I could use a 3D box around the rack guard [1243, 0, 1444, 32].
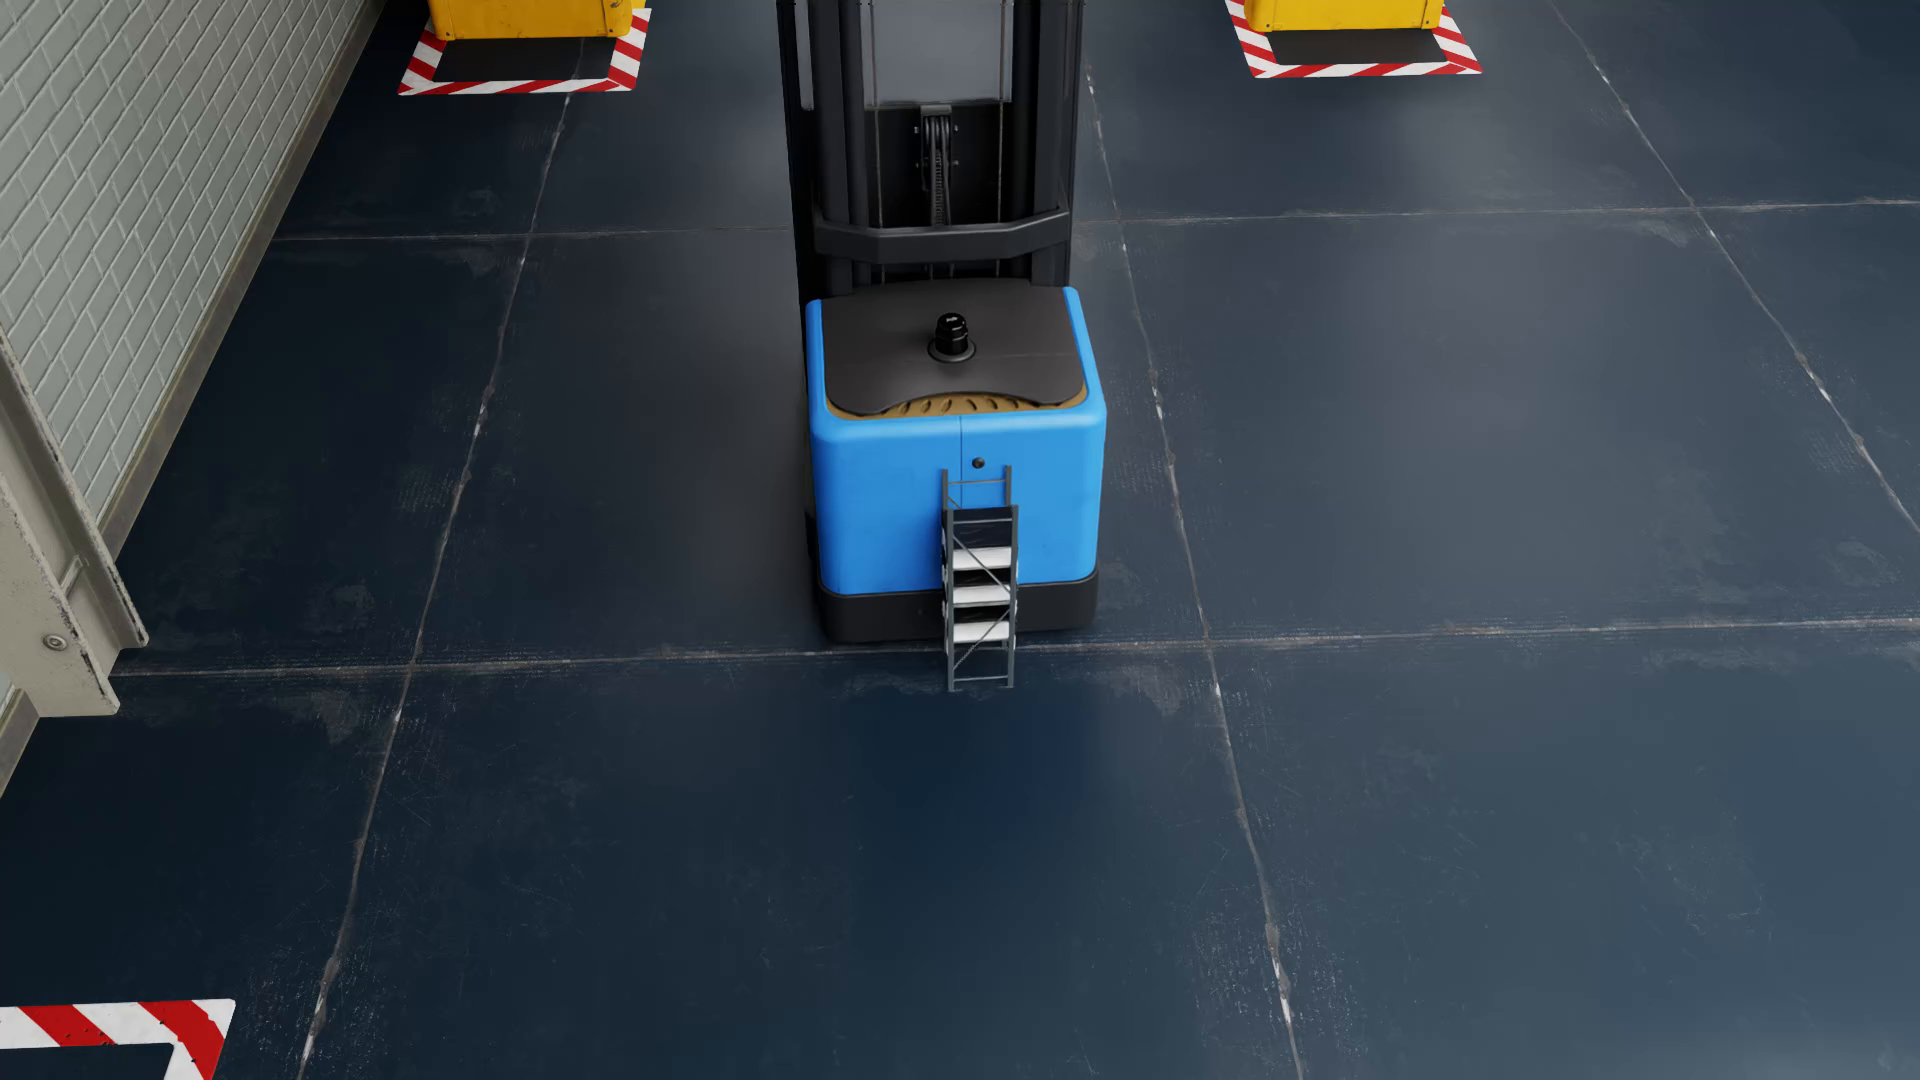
[{"bbox_3d":[2.351,-3.410,10.100,1.175,0.500,0.348,-2,43,-2],"label":"rack guard"}]

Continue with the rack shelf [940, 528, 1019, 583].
[{"bbox_3d":[0.068,0.045,5.818,0.258,0.077,0.200,-3,43,-4],"label":"rack shelf"}]

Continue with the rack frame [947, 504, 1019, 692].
[{"bbox_3d":[0.077,0.221,5.842,0.240,0.900,0.006,-3,43,-4],"label":"rack frame"}]

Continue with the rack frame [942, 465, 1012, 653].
[{"bbox_3d":[0.058,0.085,5.992,0.240,0.900,0.006,-3,43,-4],"label":"rack frame"}]

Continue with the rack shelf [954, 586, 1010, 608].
[{"bbox_3d":[0.068,0.163,5.926,0.221,0.026,0.190,-3,43,-4],"label":"rack shelf"}]

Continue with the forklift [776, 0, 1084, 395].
[{"bbox_3d":[-0.119,-1.687,6.422,1.110,2.935,3.031,-3,43,-4],"label":"forklift"}]

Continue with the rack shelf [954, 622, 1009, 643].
[{"bbox_3d":[0.068,0.295,6.047,0.221,0.026,0.190,-3,43,-4],"label":"rack shelf"}]

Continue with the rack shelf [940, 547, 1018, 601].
[{"bbox_3d":[0.068,0.111,5.879,0.258,0.077,0.200,-3,43,-4],"label":"rack shelf"}]

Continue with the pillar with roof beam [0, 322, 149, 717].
[{"bbox_3d":[1.063,-2.935,3.292,9.100,9.000,0.400,-2,43,-2],"label":"pillar with roof beam"}]

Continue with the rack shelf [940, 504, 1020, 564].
[{"bbox_3d":[0.068,-0.021,5.757,0.258,0.077,0.200,-3,43,-4],"label":"rack shelf"}]

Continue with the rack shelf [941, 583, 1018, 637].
[{"bbox_3d":[0.068,0.244,6.000,0.258,0.077,0.200,-3,43,-4],"label":"rack shelf"}]

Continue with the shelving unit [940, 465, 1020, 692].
[{"bbox_3d":[0.068,0.153,5.917,0.258,0.900,0.210,-3,43,-4],"label":"shelving unit"}]
